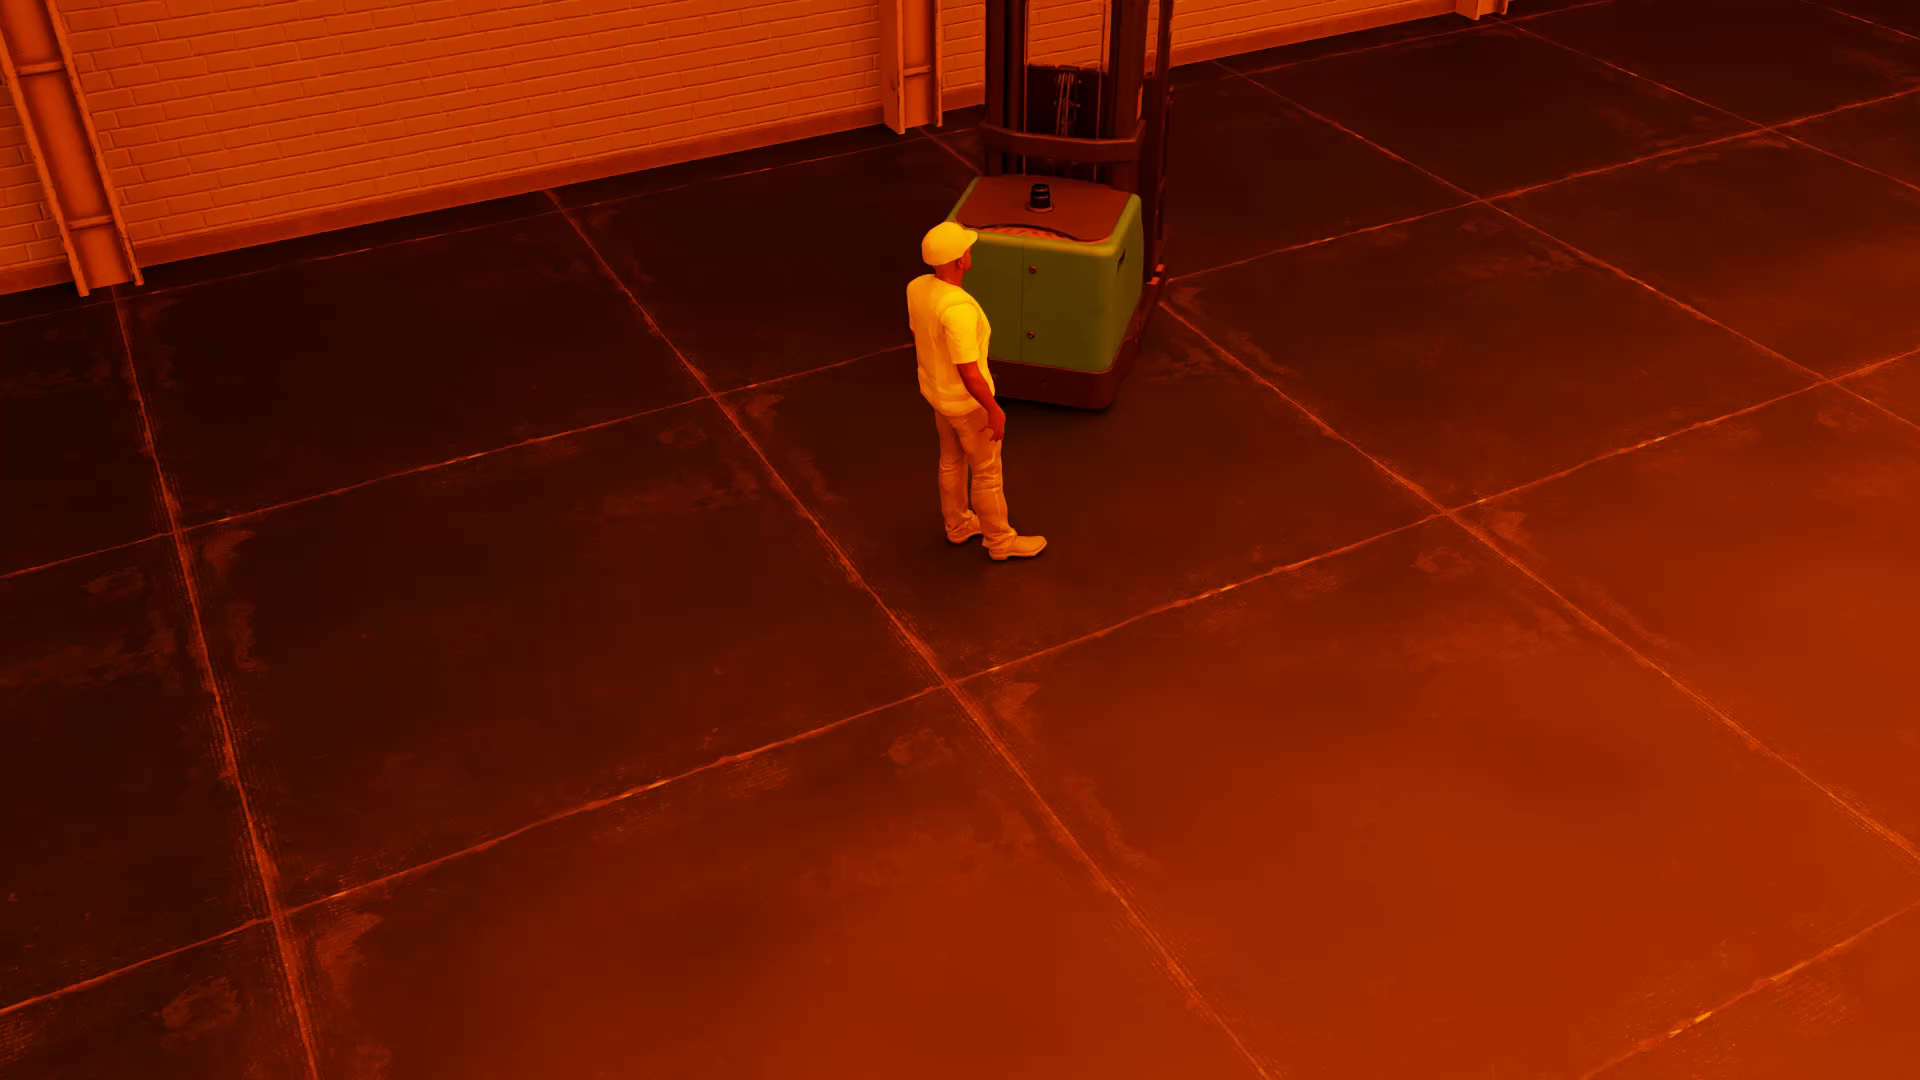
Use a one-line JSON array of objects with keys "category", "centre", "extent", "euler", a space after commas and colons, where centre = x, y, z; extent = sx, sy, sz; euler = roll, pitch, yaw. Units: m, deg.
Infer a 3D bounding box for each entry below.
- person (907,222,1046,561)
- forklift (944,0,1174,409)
[{"category": "person", "centre": [0.064, -0.743, 8.171], "extent": [0.577, 1.765, 0.666], "euler": [-17, 39, -23]}, {"category": "forklift", "centre": [0.753, -2.800, 10.084], "extent": [1.130, 2.935, 3.031], "euler": [9, 36, 13]}]
